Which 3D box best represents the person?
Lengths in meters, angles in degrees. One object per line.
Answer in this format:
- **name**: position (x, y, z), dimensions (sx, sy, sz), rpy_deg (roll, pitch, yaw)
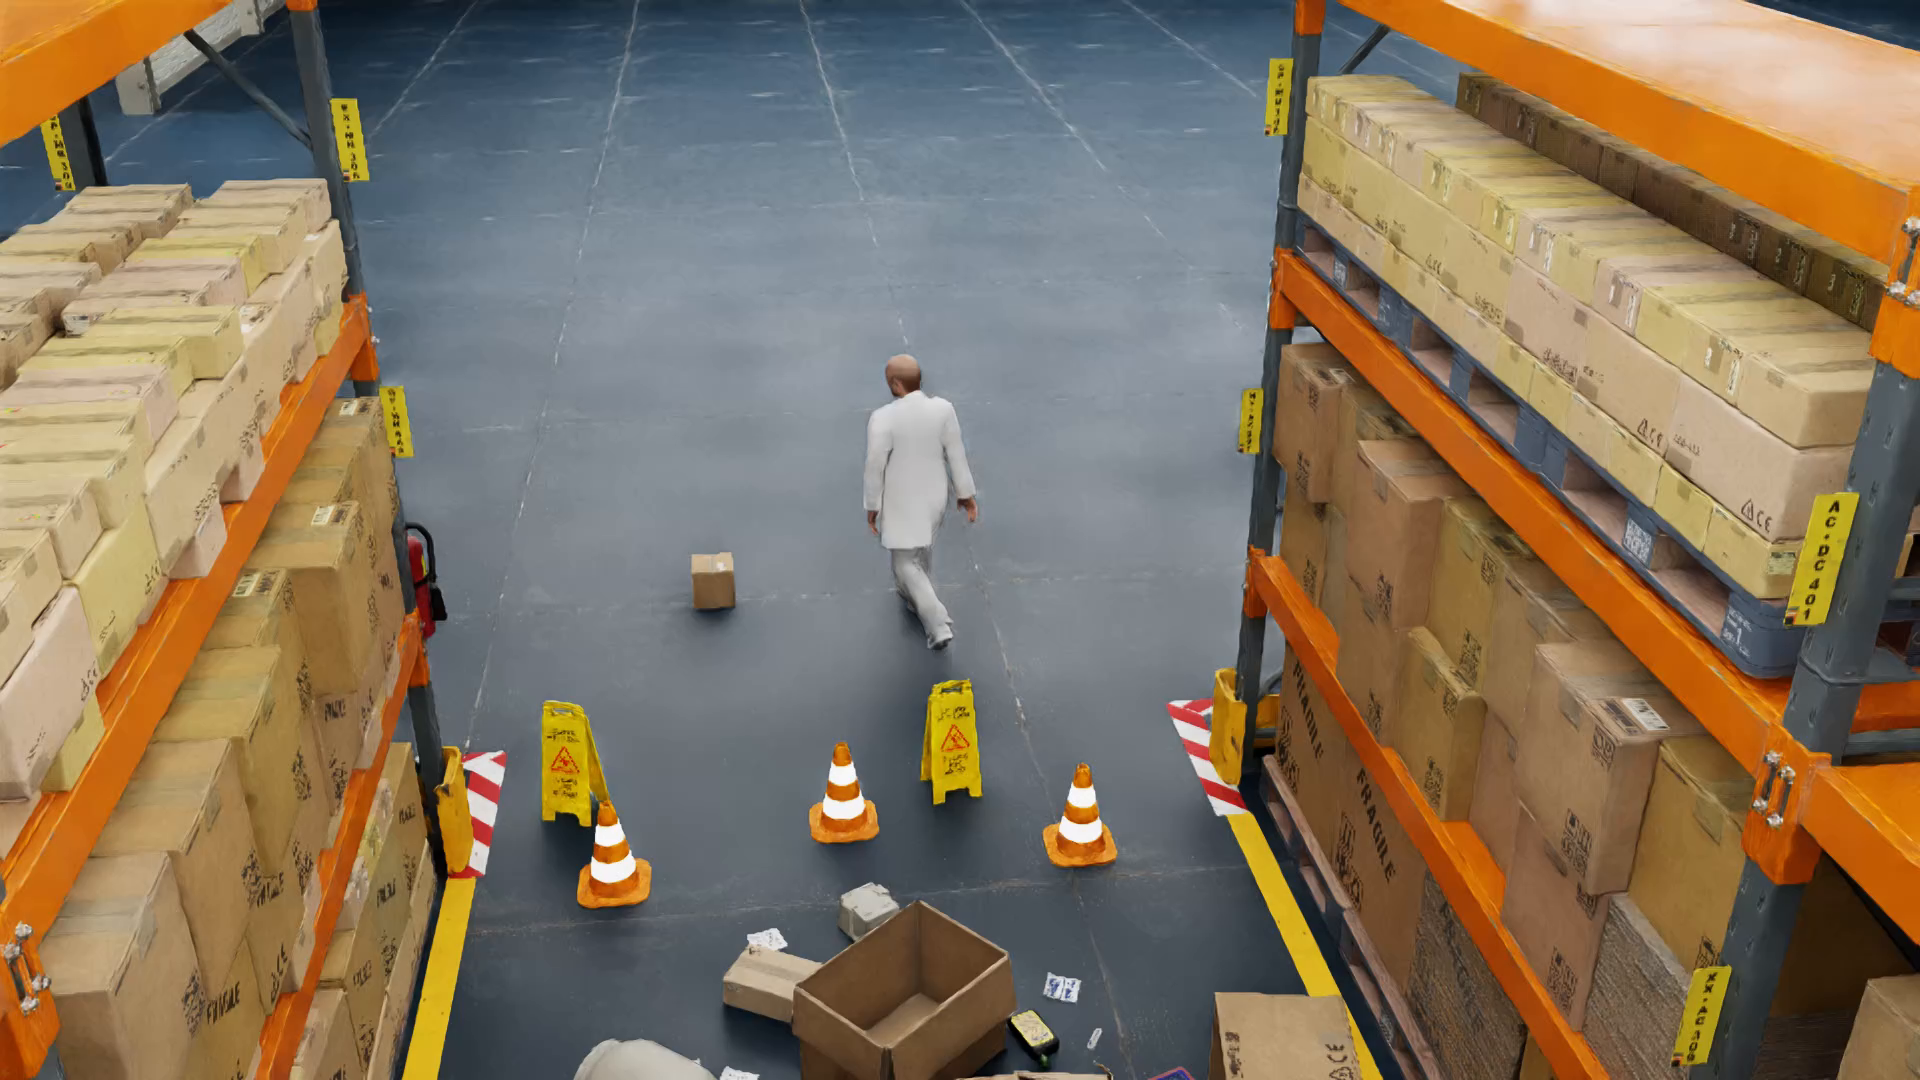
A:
- **person**: position (-0.234, -0.232, 9.615), dimensions (0.666, 1.735, 1.094), rpy_deg (-15, 31, -28)
